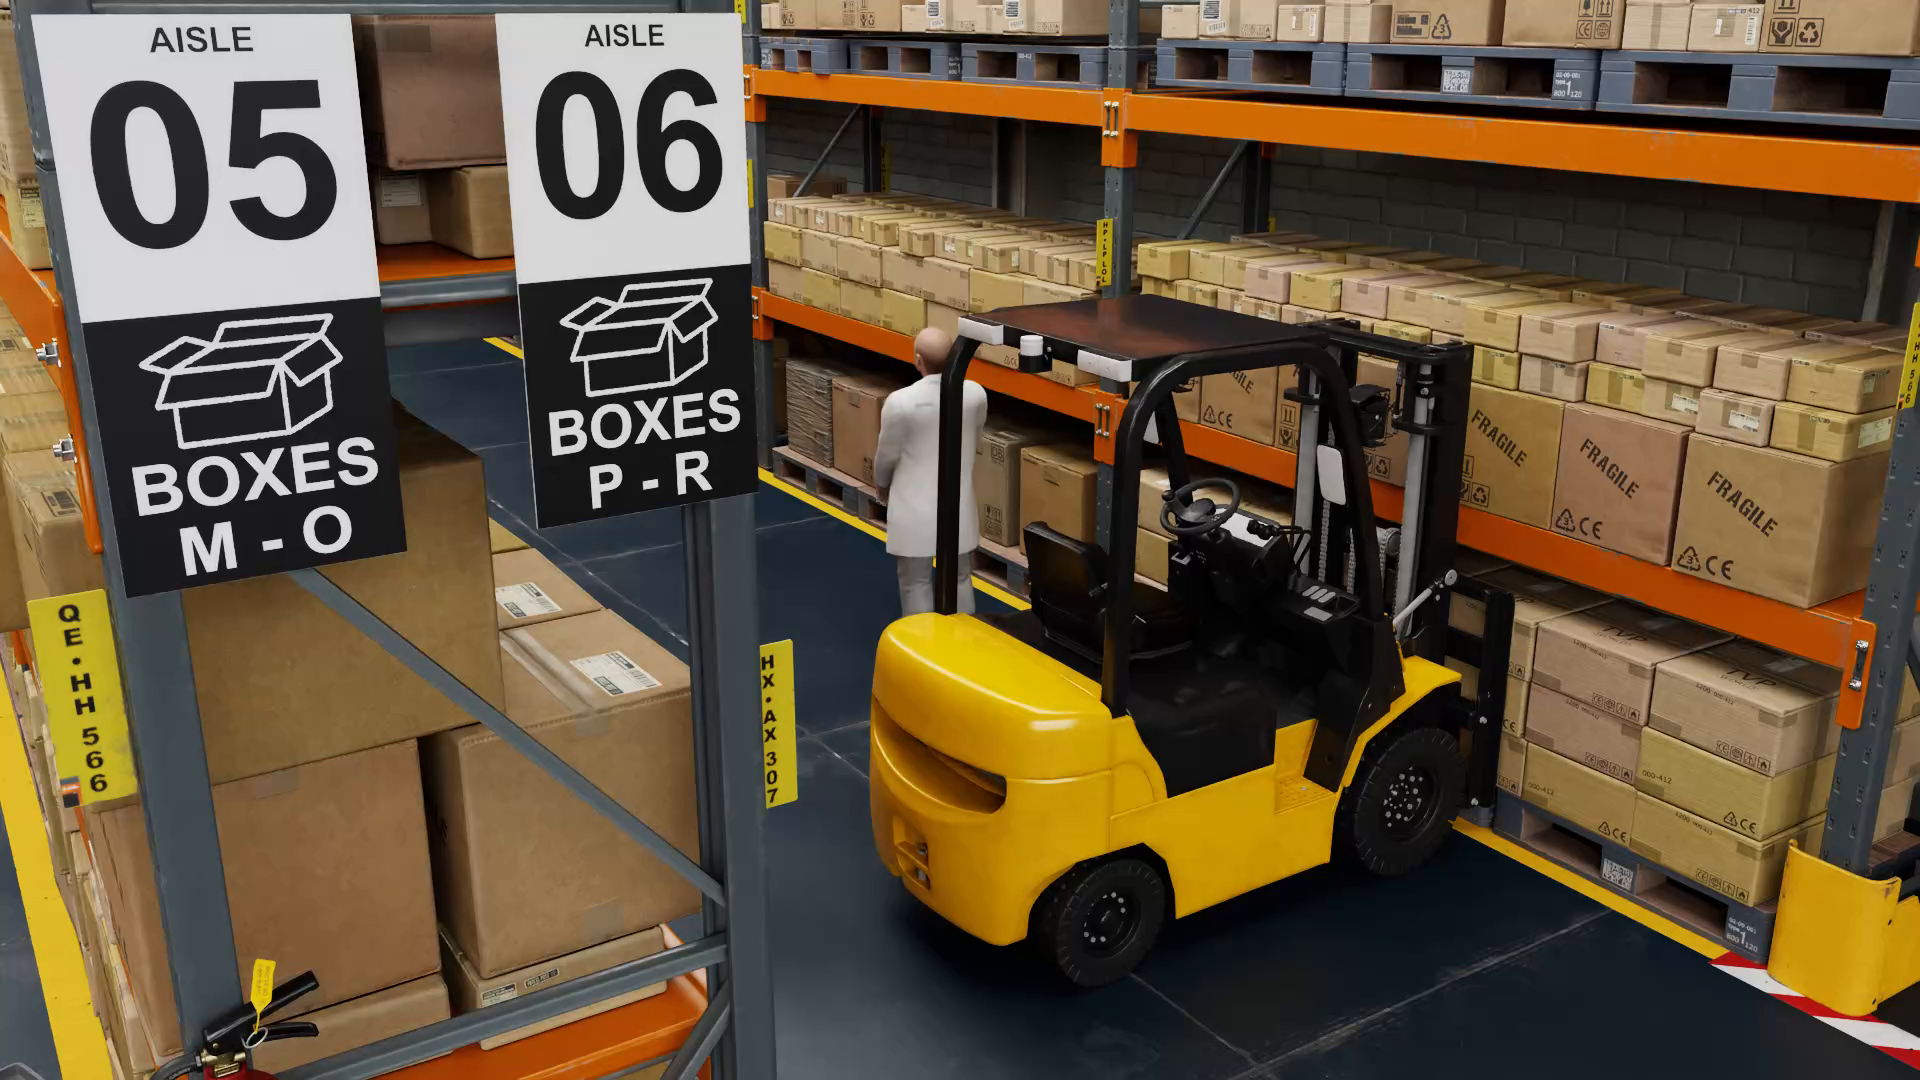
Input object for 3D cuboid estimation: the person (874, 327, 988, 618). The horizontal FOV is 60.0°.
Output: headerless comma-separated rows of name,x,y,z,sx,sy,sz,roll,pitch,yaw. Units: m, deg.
person,-0.168,-0.187,8.152,0.557,1.780,0.522,-8,19,-23
